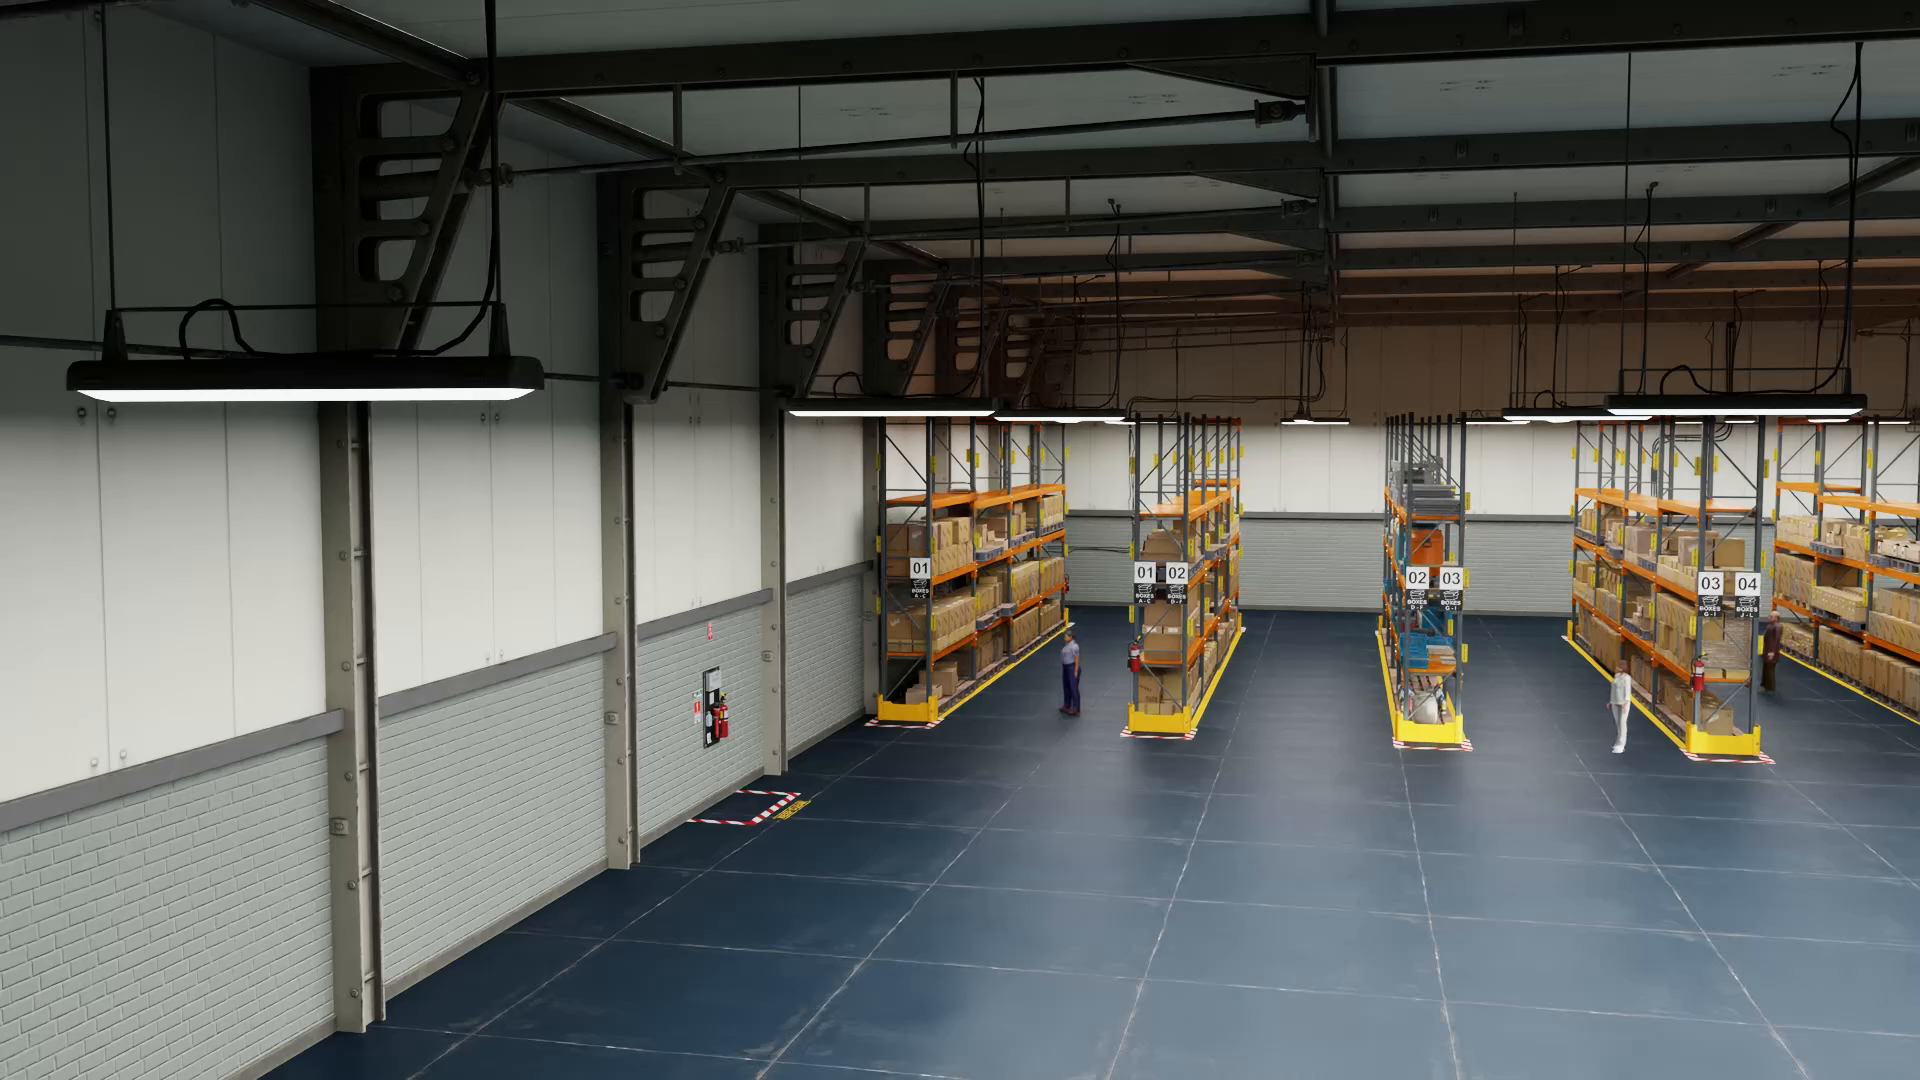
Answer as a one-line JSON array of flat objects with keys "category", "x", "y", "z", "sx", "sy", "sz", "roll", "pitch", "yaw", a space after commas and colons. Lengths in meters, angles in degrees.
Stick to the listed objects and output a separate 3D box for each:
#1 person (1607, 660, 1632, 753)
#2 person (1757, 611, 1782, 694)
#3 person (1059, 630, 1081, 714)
[{"category": "person", "x": 11.689, "y": 2.933, "z": 29.470, "sx": 0.492, "sy": 1.617, "sz": 0.432, "roll": -2, "pitch": 4, "yaw": -28}, {"category": "person", "x": 17.371, "y": 2.514, "z": 35.789, "sx": 0.544, "sy": 1.579, "sz": 0.595, "roll": 2, "pitch": 4, "yaw": 23}, {"category": "person", "x": 2.228, "y": 2.639, "z": 33.466, "sx": 0.389, "sy": 1.649, "sz": 0.578, "roll": -1, "pitch": 4, "yaw": -18}]
